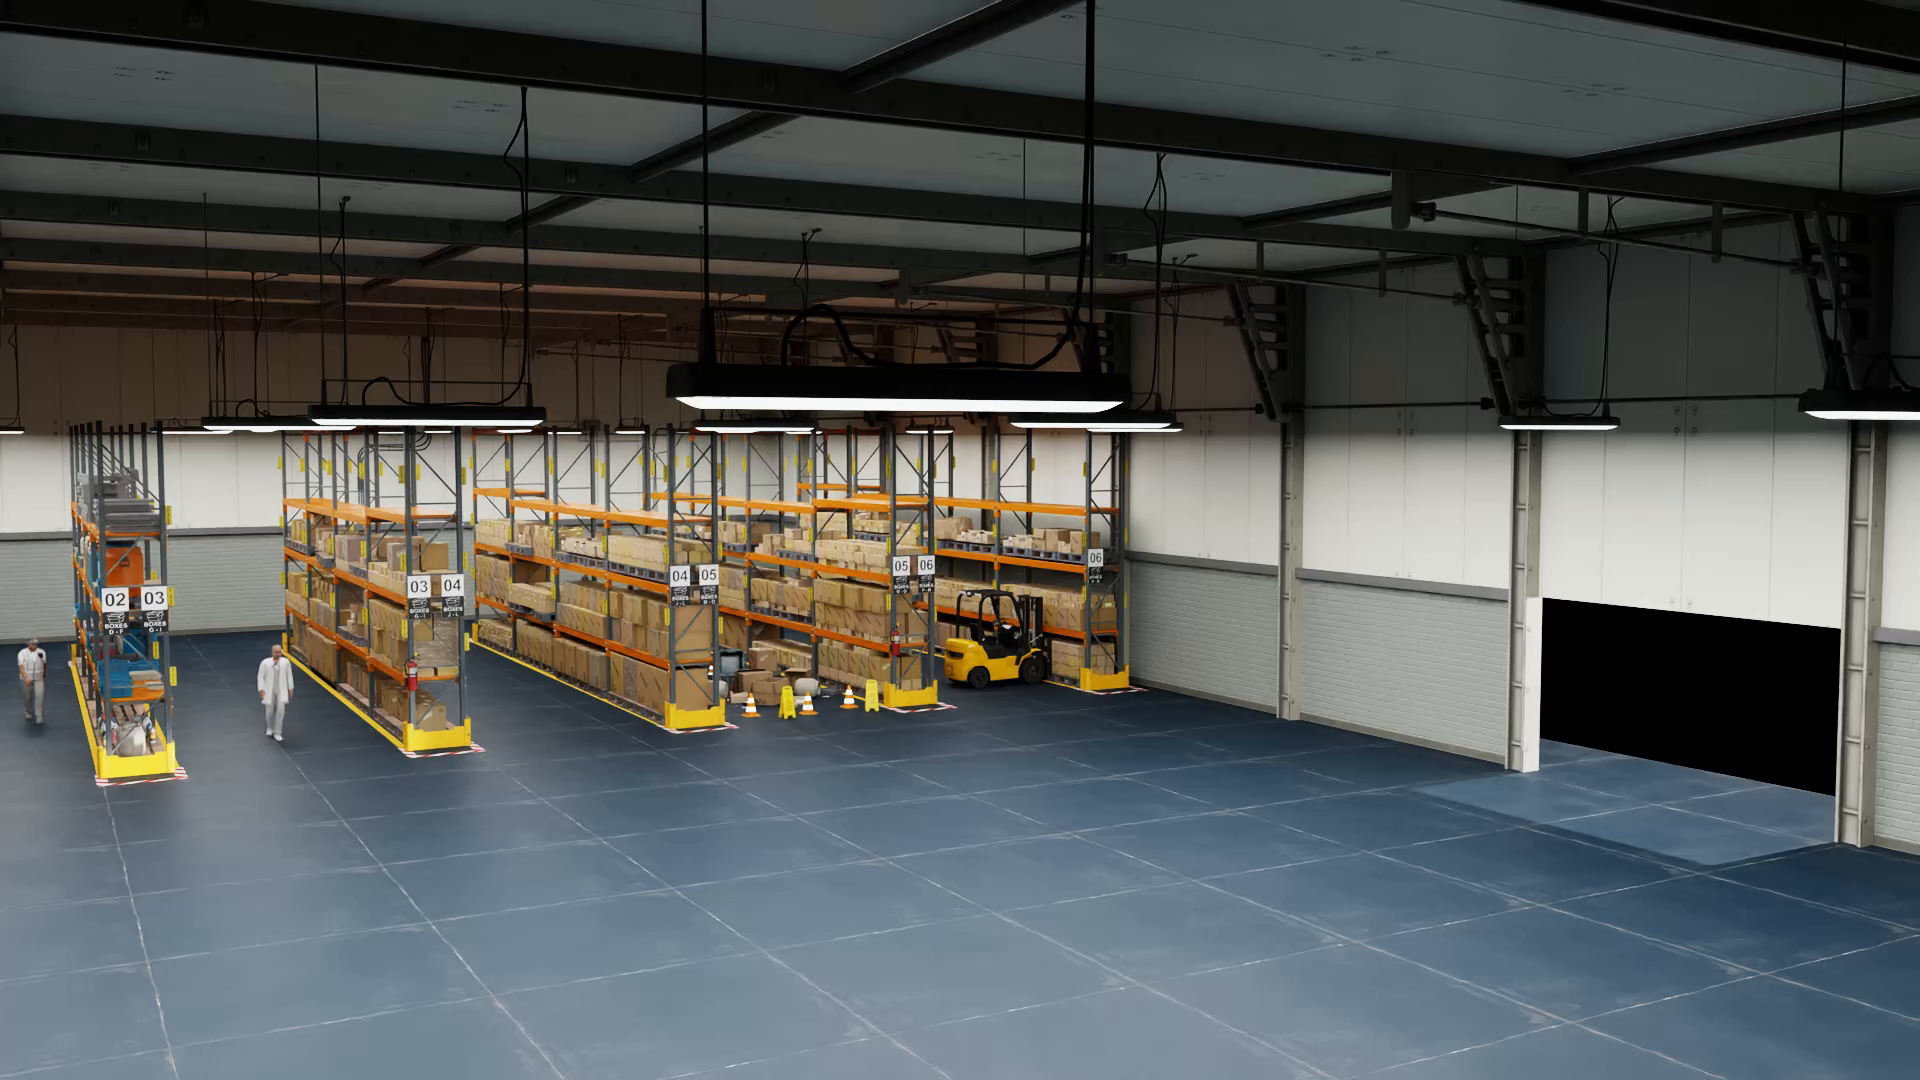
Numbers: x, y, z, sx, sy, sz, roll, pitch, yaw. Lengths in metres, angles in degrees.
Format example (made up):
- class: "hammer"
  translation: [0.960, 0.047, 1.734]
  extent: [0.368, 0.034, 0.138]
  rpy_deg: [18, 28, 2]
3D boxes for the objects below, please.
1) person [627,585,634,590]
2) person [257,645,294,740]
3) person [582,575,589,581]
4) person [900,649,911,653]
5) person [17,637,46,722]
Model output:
- class: "person"
  translation: [-9.130, 2.041, 45.915]
  extent: [0.483, 1.664, 0.450]
  rpy_deg: [-4, 5, -45]
- class: "person"
  translation: [-13.027, 2.912, 31.678]
  extent: [0.654, 1.820, 0.701]
  rpy_deg: [-2, 4, -27]
- class: "person"
  translation: [-11.208, 1.839, 49.893]
  extent: [0.425, 1.590, 0.566]
  rpy_deg: [3, 5, 44]
- class: "person"
  translation: [-1.318, 2.444, 39.879]
  extent: [0.522, 1.742, 0.579]
  rpy_deg: [-2, 4, -34]
- class: "person"
  translation: [-18.674, 2.788, 33.510]
  extent: [0.528, 1.699, 0.978]
  rpy_deg: [-3, 5, -39]
